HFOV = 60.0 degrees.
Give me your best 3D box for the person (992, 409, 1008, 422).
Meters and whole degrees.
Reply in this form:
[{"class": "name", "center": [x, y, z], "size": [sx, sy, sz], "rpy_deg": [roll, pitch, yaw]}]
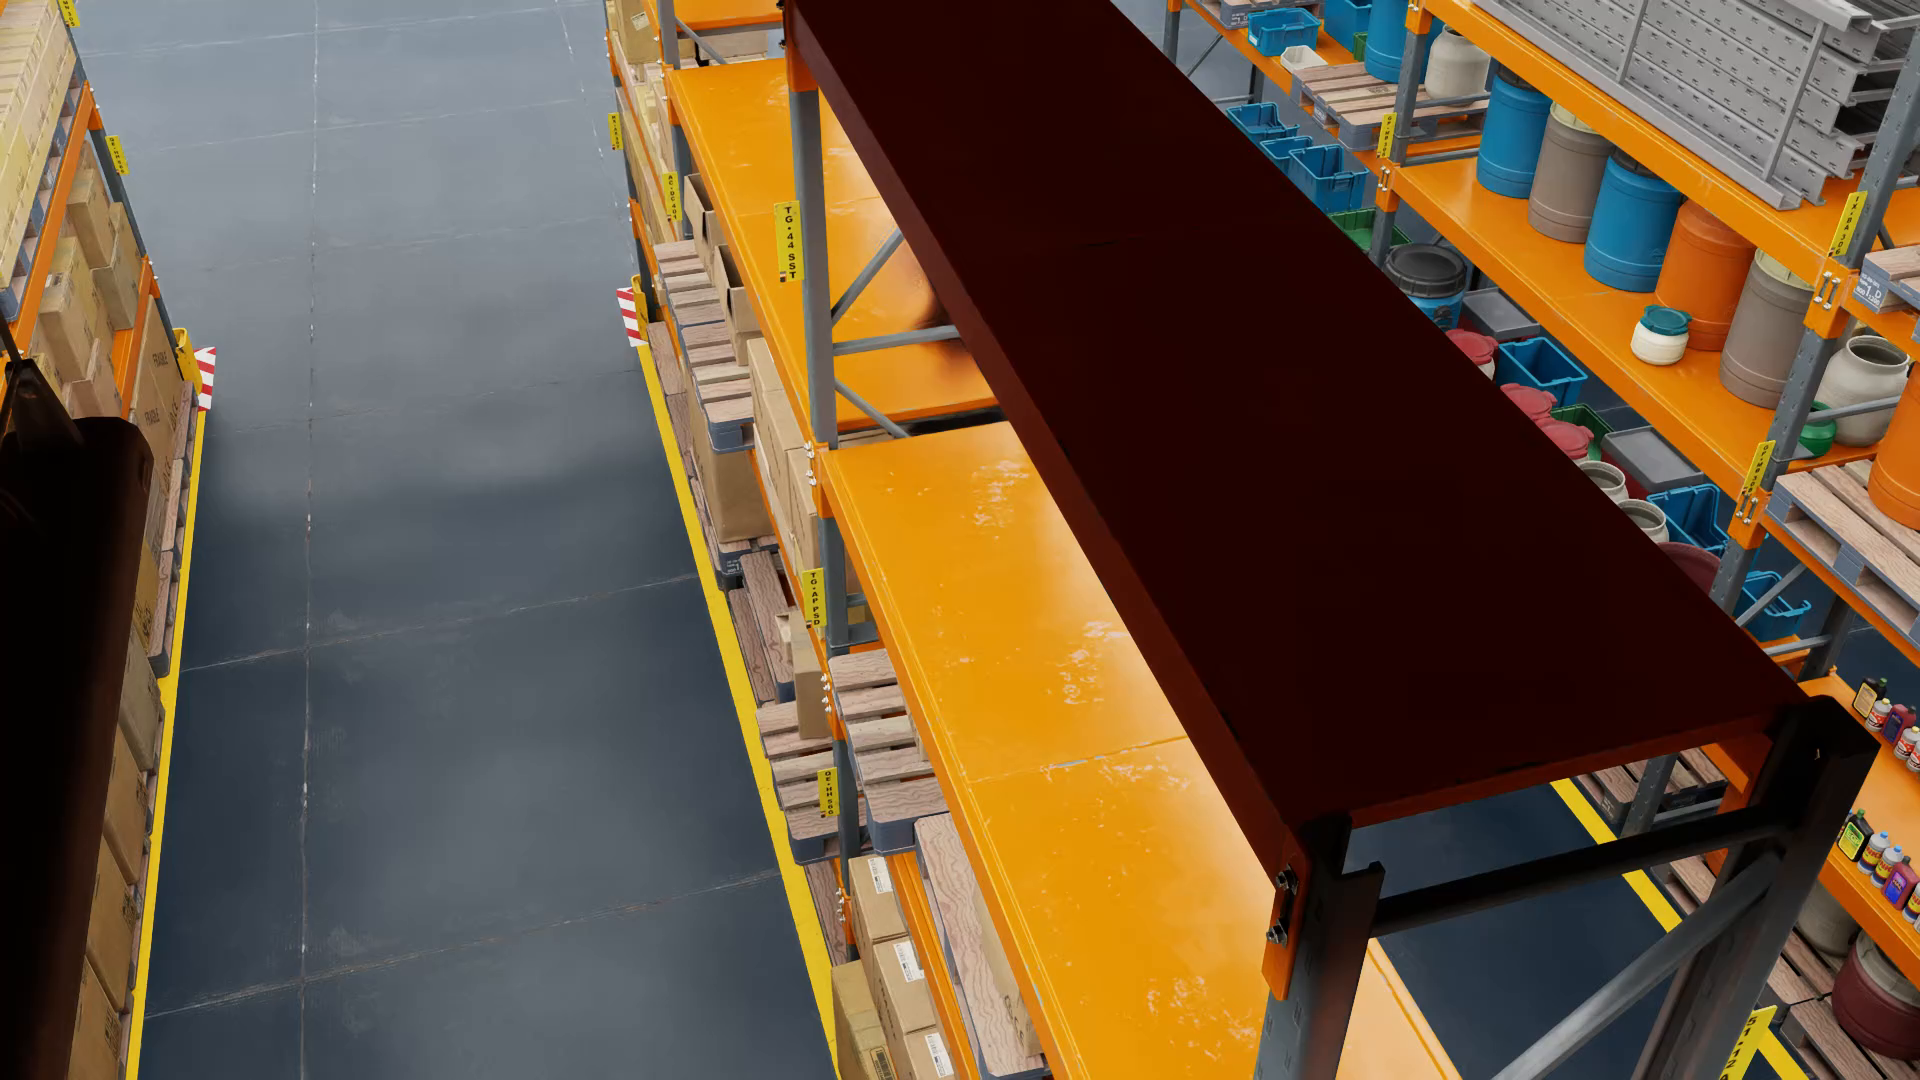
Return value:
[{"class": "person", "center": [0.161, -0.580, 12.281], "size": [0.598, 1.613, 0.610], "rpy_deg": [-18, 42, -21]}]
